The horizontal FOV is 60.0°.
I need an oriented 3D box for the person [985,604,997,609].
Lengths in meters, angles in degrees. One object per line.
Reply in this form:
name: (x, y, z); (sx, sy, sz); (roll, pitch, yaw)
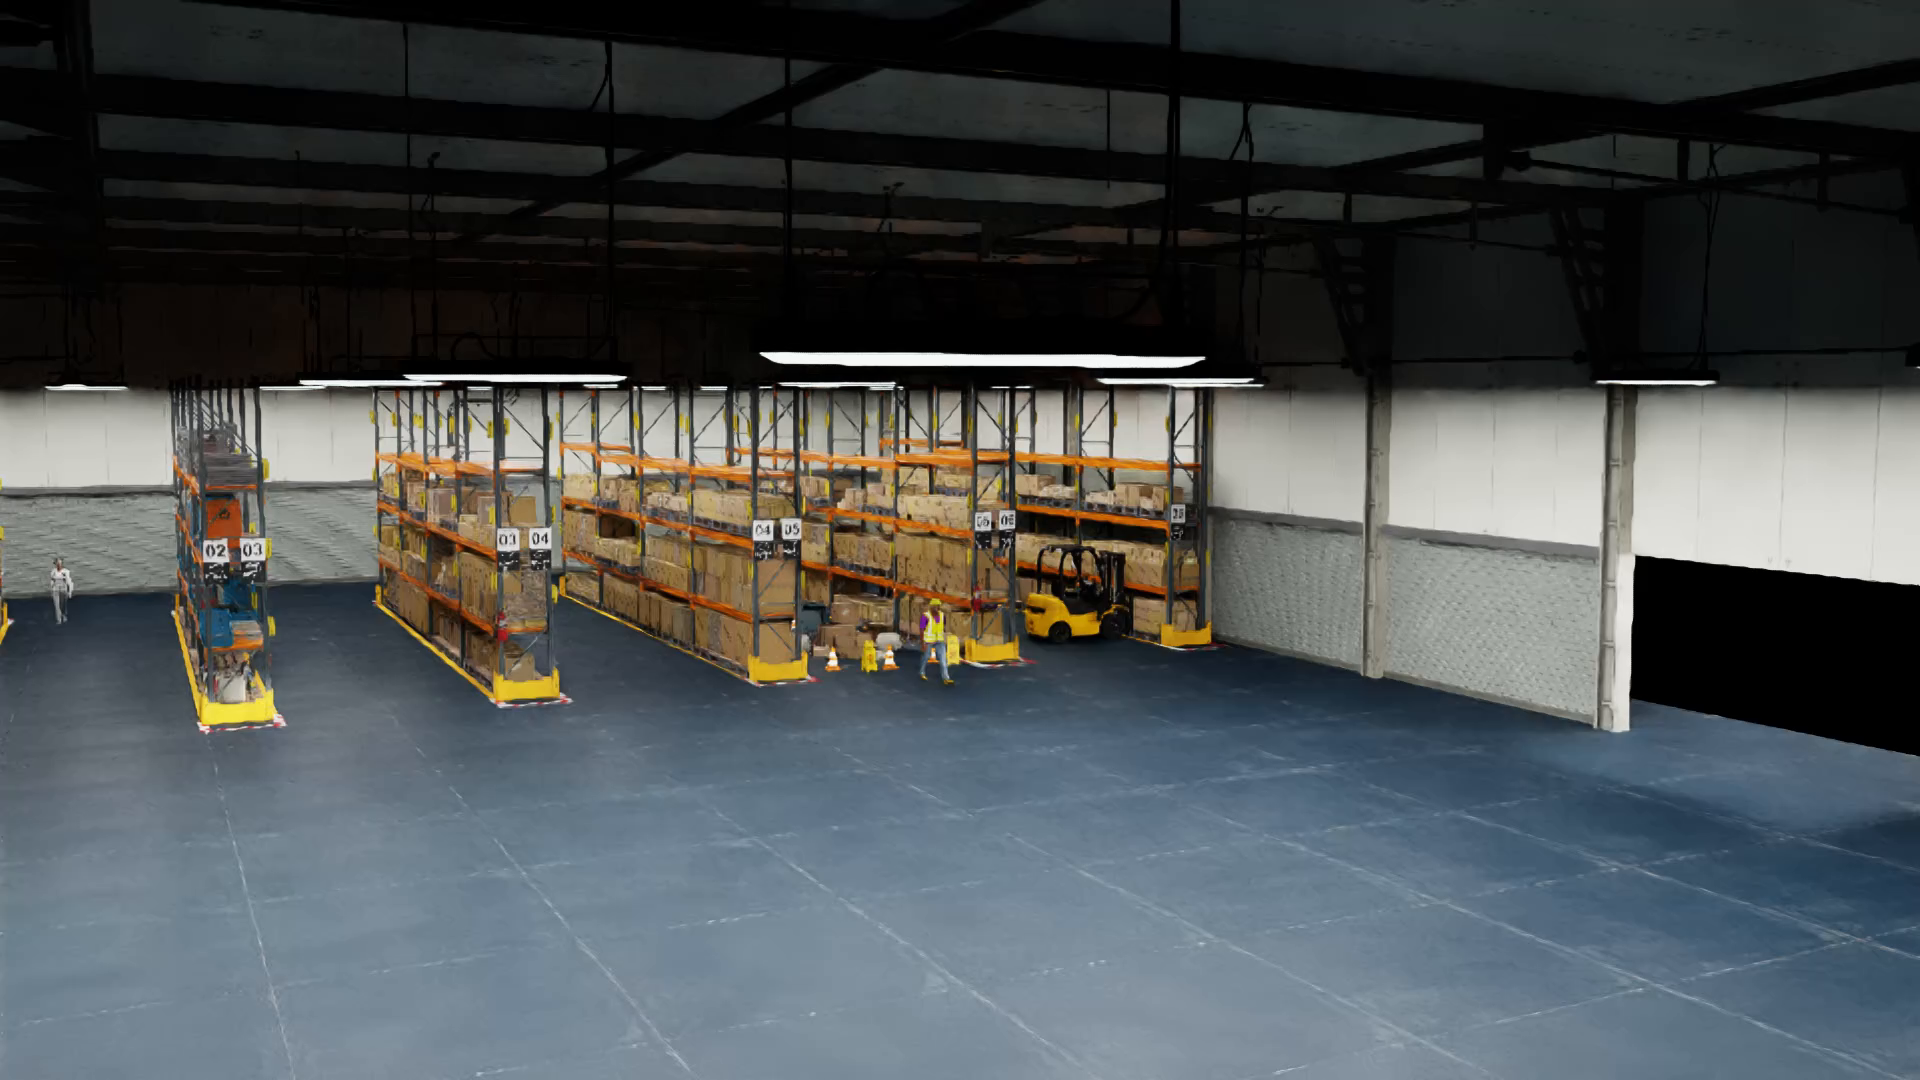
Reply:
person: (0.690, 1.399, 39.310); (0.474, 1.651, 0.523); (0, 5, 3)

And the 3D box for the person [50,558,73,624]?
person: (-22.248, 1.244, 41.175); (0.502, 1.624, 0.997); (-3, 6, -28)

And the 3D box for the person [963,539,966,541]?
person: (0.064, 0.872, 44.385); (0.594, 1.782, 0.678); (0, 5, -5)

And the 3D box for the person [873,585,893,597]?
person: (-2.142, 0.722, 46.436); (0.586, 1.718, 0.640); (0, 5, -1)

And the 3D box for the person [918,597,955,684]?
person: (-0.518, 1.964, 32.678); (0.577, 1.691, 1.121); (-2, 6, -24)
